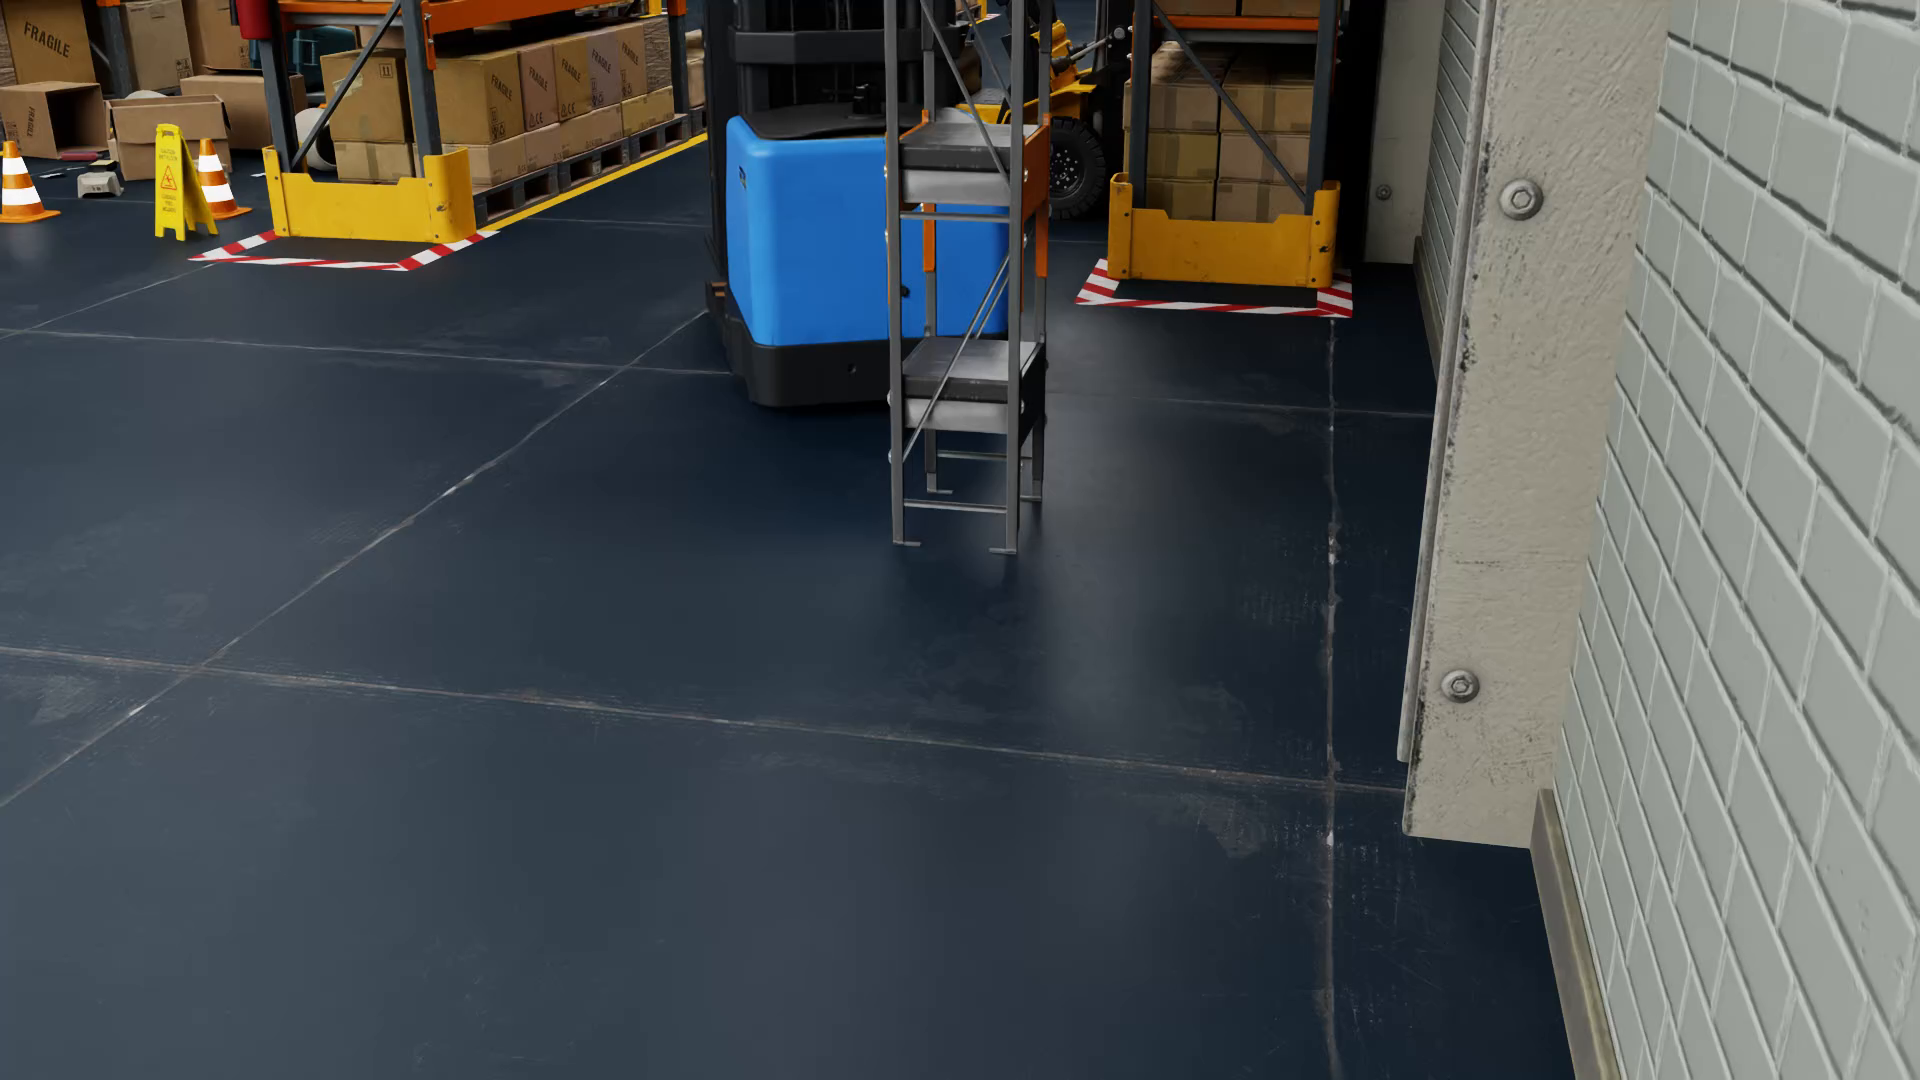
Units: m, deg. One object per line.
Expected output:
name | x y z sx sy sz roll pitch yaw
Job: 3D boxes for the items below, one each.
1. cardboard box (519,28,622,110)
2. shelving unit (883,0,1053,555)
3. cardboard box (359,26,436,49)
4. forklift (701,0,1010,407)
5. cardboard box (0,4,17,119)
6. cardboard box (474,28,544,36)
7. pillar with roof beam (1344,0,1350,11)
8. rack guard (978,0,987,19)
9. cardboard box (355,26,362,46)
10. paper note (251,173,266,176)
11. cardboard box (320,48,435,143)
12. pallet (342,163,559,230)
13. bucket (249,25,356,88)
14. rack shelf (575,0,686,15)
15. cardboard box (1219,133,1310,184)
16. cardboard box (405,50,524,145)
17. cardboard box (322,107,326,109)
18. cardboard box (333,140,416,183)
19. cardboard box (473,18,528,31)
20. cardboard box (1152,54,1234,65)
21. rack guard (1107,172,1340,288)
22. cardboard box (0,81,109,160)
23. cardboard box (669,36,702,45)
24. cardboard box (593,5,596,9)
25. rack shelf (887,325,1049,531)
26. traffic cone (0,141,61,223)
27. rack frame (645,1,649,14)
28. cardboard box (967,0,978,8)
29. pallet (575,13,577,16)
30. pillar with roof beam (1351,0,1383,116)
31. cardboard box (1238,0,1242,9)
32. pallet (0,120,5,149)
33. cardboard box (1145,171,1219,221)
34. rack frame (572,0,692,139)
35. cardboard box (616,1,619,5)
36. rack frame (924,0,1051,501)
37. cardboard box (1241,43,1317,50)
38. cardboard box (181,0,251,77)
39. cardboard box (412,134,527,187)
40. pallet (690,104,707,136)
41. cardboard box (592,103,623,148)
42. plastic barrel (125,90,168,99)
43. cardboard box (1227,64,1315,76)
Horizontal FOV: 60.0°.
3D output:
cardboard box | -2.725 -3.299 11.645 0.500 0.500 0.500 6 23 14
shelving unit | 0.034 -1.035 5.112 0.431 2.100 0.503 4 22 11
cardboard box | -3.560 -3.199 10.528 0.380 0.149 0.250 5 22 12
forklift | -0.614 -2.395 7.376 1.130 2.935 3.031 -5 22 -12
cardboard box | -7.905 -3.637 12.650 0.875 0.875 0.875 5 22 11
cardboard box | -3.251 -3.327 11.715 0.500 0.500 0.500 6 23 14
pillar with roof beam | 1.865 -12.682 24.796 9.100 9.000 0.400 4 22 11
rack guard | -0.208 -7.880 24.249 1.175 0.500 0.348 4 22 11
cardboard box | -6.318 -5.719 18.324 0.500 0.500 0.500 4 22 9
paper note | -4.913 -2.593 11.766 0.148 0.019 0.142 13 25 29
cardboard box | -3.569 -2.759 10.303 0.500 0.500 0.500 5 22 11
pallet | -3.262 -2.207 10.552 1.003 0.211 1.213 4 22 11
bucket | -5.299 -3.943 13.476 0.726 0.611 0.620 13 15 29
rack shelf | -2.253 -5.039 14.814 1.077 0.370 4.000 4 22 11
cardboard box | 1.682 -2.109 9.024 0.500 0.250 0.500 5 22 12
cardboard box | -3.038 -2.729 10.228 0.500 0.500 0.500 4 22 9
cardboard box | -4.929 -3.239 13.041 0.258 0.266 0.396 -11 25 -26
cardboard box | -3.571 -2.423 10.473 0.500 0.250 0.500 4 22 11
cardboard box | -3.286 -3.687 11.738 0.380 0.149 0.250 6 23 14
cardboard box | 1.363 -2.750 9.946 0.500 0.250 0.500 5 22 12
rack guard | 1.377 -1.633 8.740 1.175 0.500 0.348 4 22 11
cardboard box | -6.840 -3.178 12.571 0.500 0.500 0.500 8 23 20
cardboard box | -2.273 -4.327 15.038 0.950 0.372 0.625 5 23 13
cardboard box | -5.303 -7.468 23.136 0.380 0.149 0.250 5 22 12
rack shelf | 0.034 -0.373 5.378 0.431 0.518 0.480 4 22 11
traffic cone | -5.809 -2.218 10.241 0.336 0.463 0.334 4 22 11
rack frame | -5.079 -9.371 24.606 1.000 3.000 0.127 4 22 11
cardboard box | -0.250 -7.788 23.542 0.875 0.438 0.875 4 22 9
pallet | -5.793 -6.863 22.111 1.003 0.211 1.213 4 22 11
pillar with roof beam | -0.583 -8.293 13.899 9.100 9.000 0.400 4 22 11
cardboard box | 1.341 -3.237 9.242 0.500 0.500 0.500 5 23 13
pallet | -8.006 -2.969 12.443 1.003 0.211 1.213 4 22 11
cardboard box | 1.169 -1.917 9.217 0.500 0.250 0.500 5 22 11
rack frame | -2.661 -4.642 12.863 1.000 3.000 0.127 4 22 11
cardboard box | -5.112 -7.752 23.839 0.380 0.149 0.250 5 22 11
rack frame | 0.084 -1.124 5.333 0.400 2.100 0.015 4 22 11
cardboard box | 2.082 -3.083 10.773 0.500 0.250 0.500 5 22 11
cardboard box | -7.289 -4.720 15.506 1.050 0.750 0.750 4 22 11
cardboard box | -3.042 -2.372 10.347 0.500 0.250 0.500 4 22 10
pallet | -2.504 -3.633 14.092 1.003 0.211 1.213 4 22 11
cardboard box | -2.726 -2.943 11.765 0.500 0.250 0.500 5 22 12
plastic barrel | -6.258 -3.255 12.869 0.421 0.421 0.512 -16 27 -35
cardboard box | 1.764 -2.529 9.398 0.500 0.250 0.500 4 22 11
